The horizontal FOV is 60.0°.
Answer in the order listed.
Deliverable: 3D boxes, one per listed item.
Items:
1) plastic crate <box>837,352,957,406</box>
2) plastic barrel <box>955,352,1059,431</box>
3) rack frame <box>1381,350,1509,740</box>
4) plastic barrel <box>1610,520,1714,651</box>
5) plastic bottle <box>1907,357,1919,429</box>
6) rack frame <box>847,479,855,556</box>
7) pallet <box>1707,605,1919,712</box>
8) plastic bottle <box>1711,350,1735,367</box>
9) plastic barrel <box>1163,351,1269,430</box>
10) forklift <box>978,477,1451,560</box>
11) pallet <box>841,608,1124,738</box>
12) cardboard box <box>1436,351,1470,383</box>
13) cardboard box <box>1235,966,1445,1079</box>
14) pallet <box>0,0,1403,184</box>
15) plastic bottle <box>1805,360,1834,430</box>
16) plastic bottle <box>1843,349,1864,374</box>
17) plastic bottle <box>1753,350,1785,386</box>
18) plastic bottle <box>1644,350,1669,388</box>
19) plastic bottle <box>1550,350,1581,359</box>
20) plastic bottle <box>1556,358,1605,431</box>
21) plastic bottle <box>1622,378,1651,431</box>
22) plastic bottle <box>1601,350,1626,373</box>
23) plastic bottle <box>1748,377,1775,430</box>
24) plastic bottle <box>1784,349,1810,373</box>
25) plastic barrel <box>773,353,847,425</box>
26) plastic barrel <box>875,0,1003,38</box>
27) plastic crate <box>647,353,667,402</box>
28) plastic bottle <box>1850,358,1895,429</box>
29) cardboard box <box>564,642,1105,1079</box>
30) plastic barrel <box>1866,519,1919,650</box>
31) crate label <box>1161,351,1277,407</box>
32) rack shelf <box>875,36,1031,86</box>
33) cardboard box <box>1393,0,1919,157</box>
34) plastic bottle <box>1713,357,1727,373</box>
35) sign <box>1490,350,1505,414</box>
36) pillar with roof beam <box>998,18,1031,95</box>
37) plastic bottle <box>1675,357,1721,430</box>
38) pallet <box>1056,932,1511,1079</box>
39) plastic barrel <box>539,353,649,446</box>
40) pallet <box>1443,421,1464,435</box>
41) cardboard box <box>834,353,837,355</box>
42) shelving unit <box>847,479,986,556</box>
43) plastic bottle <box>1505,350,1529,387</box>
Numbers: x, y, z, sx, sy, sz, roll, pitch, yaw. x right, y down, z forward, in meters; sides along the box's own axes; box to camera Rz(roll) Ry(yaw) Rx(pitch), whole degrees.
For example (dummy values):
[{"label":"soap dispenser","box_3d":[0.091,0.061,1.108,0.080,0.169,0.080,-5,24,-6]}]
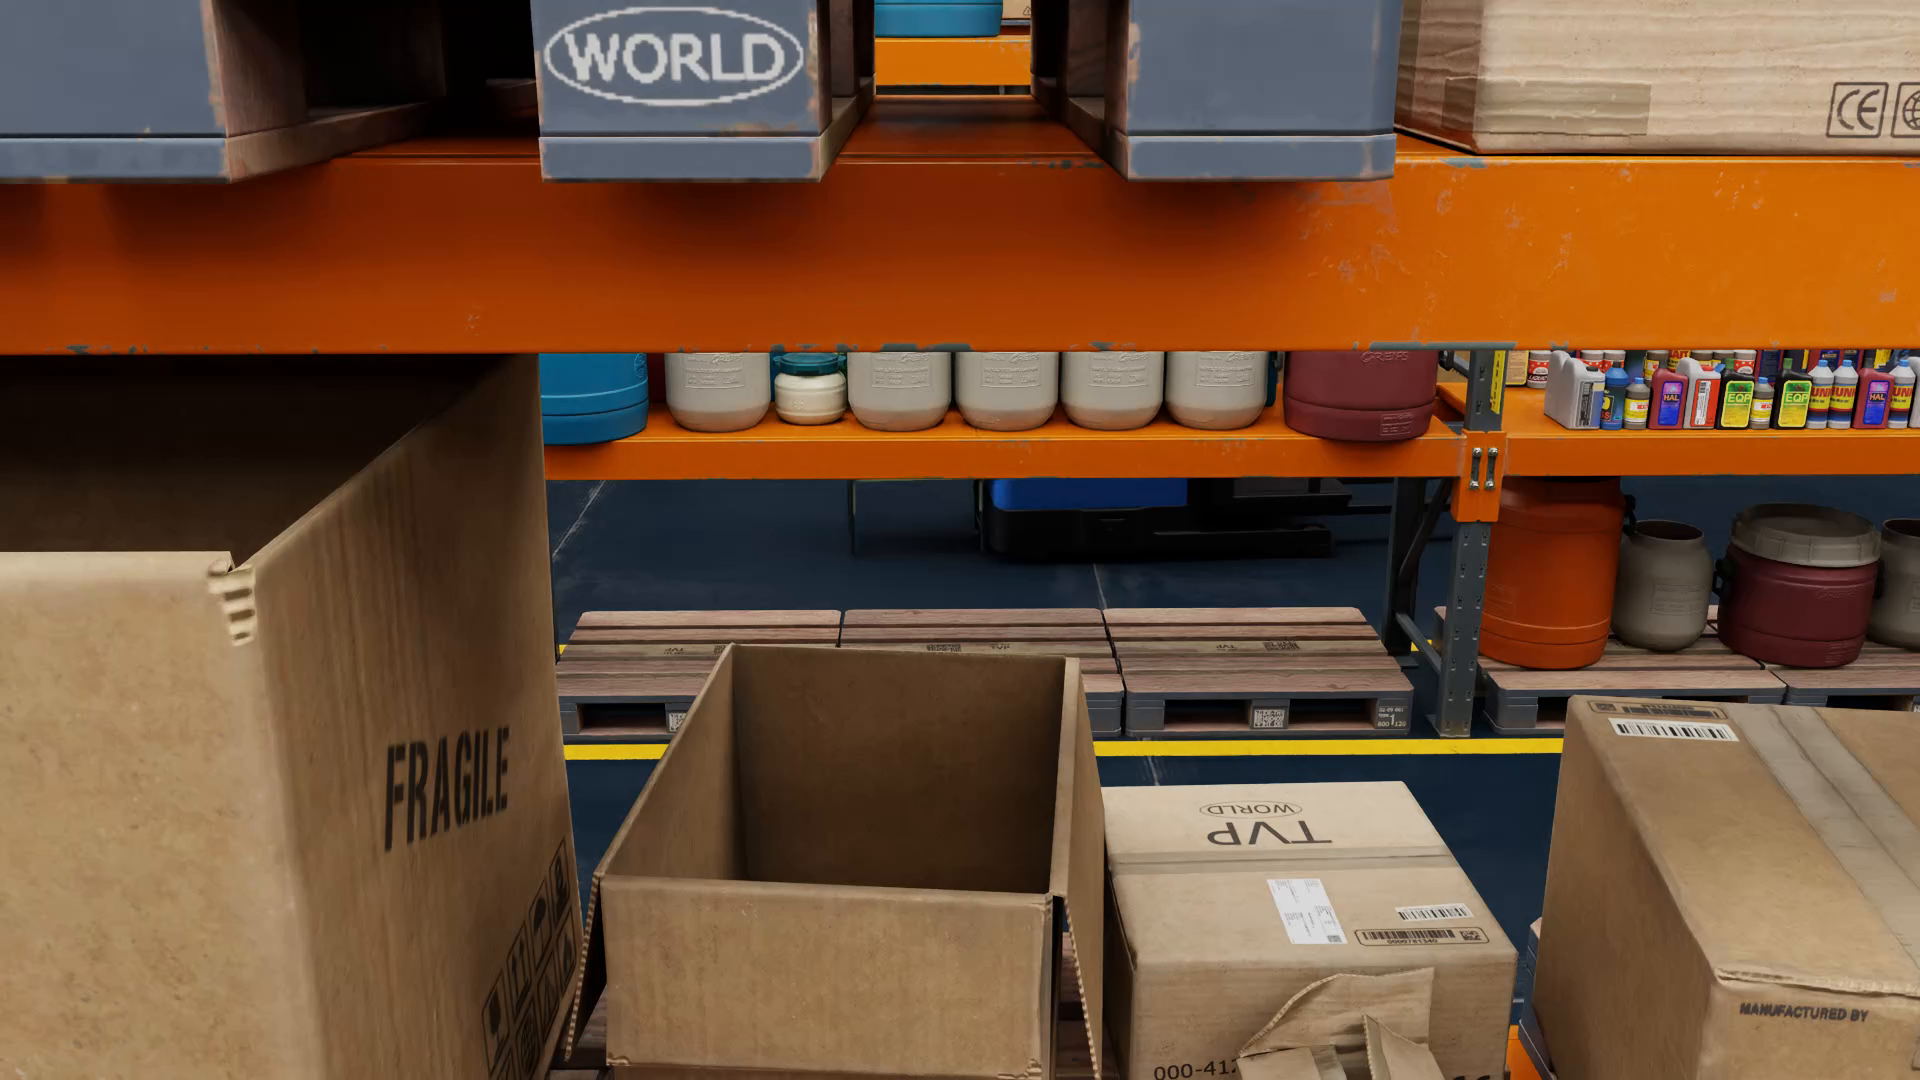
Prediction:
[{"label":"plastic crate","box_3d":[-0.201,-0.722,7.234,0.662,0.188,0.450,0,18,-1]},{"label":"plastic barrel","box_3d":[0.189,-0.736,6.709,0.433,0.535,0.433,0,18,0]},{"label":"rack frame","box_3d":[2.062,-0.747,6.967,0.127,3.000,1.000,0,18,-1]},{"label":"plastic barrel","box_3d":[3.114,0.200,7.400,0.421,0.512,0.421,0,18,0]},{"label":"plastic bottle","box_3d":[3.887,-0.598,6.705,0.135,0.276,0.152,0,18,-1]},{"label":"rack frame","box_3d":[-0.616,-0.686,9.229,0.023,1.500,0.400,-2,18,-6]},{"label":"pallet","box_3d":[4.067,0.559,7.460,1.213,0.211,1.003,0,18,-1]},{"label":"plastic bottle","box_3d":[3.390,-0.784,7.406,0.097,0.201,0.097,0,18,0]},{"label":"plastic barrel","box_3d":[1.037,-0.730,6.731,0.421,0.512,0.421,0,18,0]},{"label":"forklift","box_3d":[1.643,-1.458,9.296,3.031,2.935,1.130,-2,18,-6]},{"label":"pallet","box_3d":[0.070,0.577,7.402,1.213,0.211,1.003,0,18,-1]},{"label":"cardboard box","box_3d":[3.472,-1.200,11.748,0.500,0.500,0.500,-1,18,-2]},{"label":"cardboard box","box_3d":[0.477,0.720,1.925,0.258,0.266,0.396,-1,18,-2]},{"label":"pallet","box_3d":[-0.203,-0.531,1.688,1.003,0.211,1.213,0,18,-1]},{"label":"plastic bottle","box_3d":[3.443,-0.586,6.673,0.097,0.271,0.097,0,18,0]},{"label":"plastic bottle","box_3d":[3.922,-0.813,7.361,0.133,0.283,0.061,0,18,-1]},{"label":"plastic bottle","box_3d":[3.603,-0.830,7.414,0.133,0.283,0.061,0,18,-1]},{"label":"plastic bottle","box_3d":[3.098,-0.783,7.402,0.097,0.201,0.097,0,18,0]},{"label":"plastic bottle","box_3d":[2.691,-0.825,7.400,0.133,0.283,0.061,0,18,-1]},{"label":"plastic bottle","box_3d":[2.500,-0.592,6.684,0.135,0.276,0.152,0,18,-1]},{"label":"plastic bottle","box_3d":[2.714,-0.549,6.673,0.097,0.201,0.097,0,18,0]},{"label":"plastic bottle","box_3d":[2.904,-0.782,7.399,0.097,0.201,0.097,0,18,0]},{"label":"plastic bottle","box_3d":[3.212,-0.551,6.680,0.097,0.201,0.097,0,18,0]},{"label":"plastic bottle","box_3d":[3.762,-0.850,7.366,0.185,0.351,0.144,0,18,-1]},{"label":"plastic barrel","box_3d":[-0.612,-0.622,6.802,0.301,0.262,0.301,0,18,0]},{"label":"plastic barrel","box_3d":[-0.124,-2.470,6.606,0.708,0.901,0.600,0,18,-1]},{"label":"plastic crate","box_3d":[-1.458,-0.854,7.195,0.583,0.464,0.402,0,18,-1]},{"label":"plastic bottle","box_3d":[3.656,-0.587,6.657,0.133,0.283,0.061,0,18,-1]},{"label":"cardboard box","box_3d":[-0.127,0.499,2.225,0.637,0.503,0.797,2,18,5]},{"label":"plastic barrel","box_3d":[4.243,0.194,7.417,0.421,0.512,0.421,0,18,0]},{"label":"crate label","box_3d":[1.064,-0.842,7.204,0.616,0.435,0.502,0,18,-1]},{"label":"rack shelf","box_3d":[0.062,-1.824,6.588,4.000,0.370,1.077,0,18,-1]},{"label":"cardboard box","box_3d":[0.671,-0.506,1.550,0.500,0.250,0.500,0,18,1]},{"label":"plastic bottle","box_3d":[3.078,-0.602,6.726,0.097,0.271,0.097,0,18,0]},{"label":"sign","box_3d":[2.078,-0.657,6.418,0.005,0.325,0.100,0,18,-1]},{"label":"pillar with roof beam","box_3d":[0.660,-5.573,12.188,0.400,9.000,9.100,0,18,-1]},{"label":"plastic bottle","box_3d":[2.962,-0.594,6.691,0.135,0.276,0.152,0,18,-1]},{"label":"pallet","box_3d":[0.162,0.879,2.212,1.213,0.211,1.003,0,18,-1]},{"label":"plastic barrel","box_3d":[-1.546,-0.876,6.547,0.708,0.901,0.600,0,18,-1]},{"label":"pallet","box_3d":[3.952,-0.929,12.100,1.213,0.211,1.003,0,18,-1]},{"label":"cardboard box","box_3d":[-1.094,-1.325,11.664,0.500,0.311,0.500,0,18,-2]},{"label":"shelving unit","box_3d":[-0.252,-0.697,9.265,0.755,1.500,0.431,-2,18,-6]},{"label":"plastic bottle","box_3d":[2.460,-0.824,7.397,0.133,0.283,0.061,0,18,-1]}]
